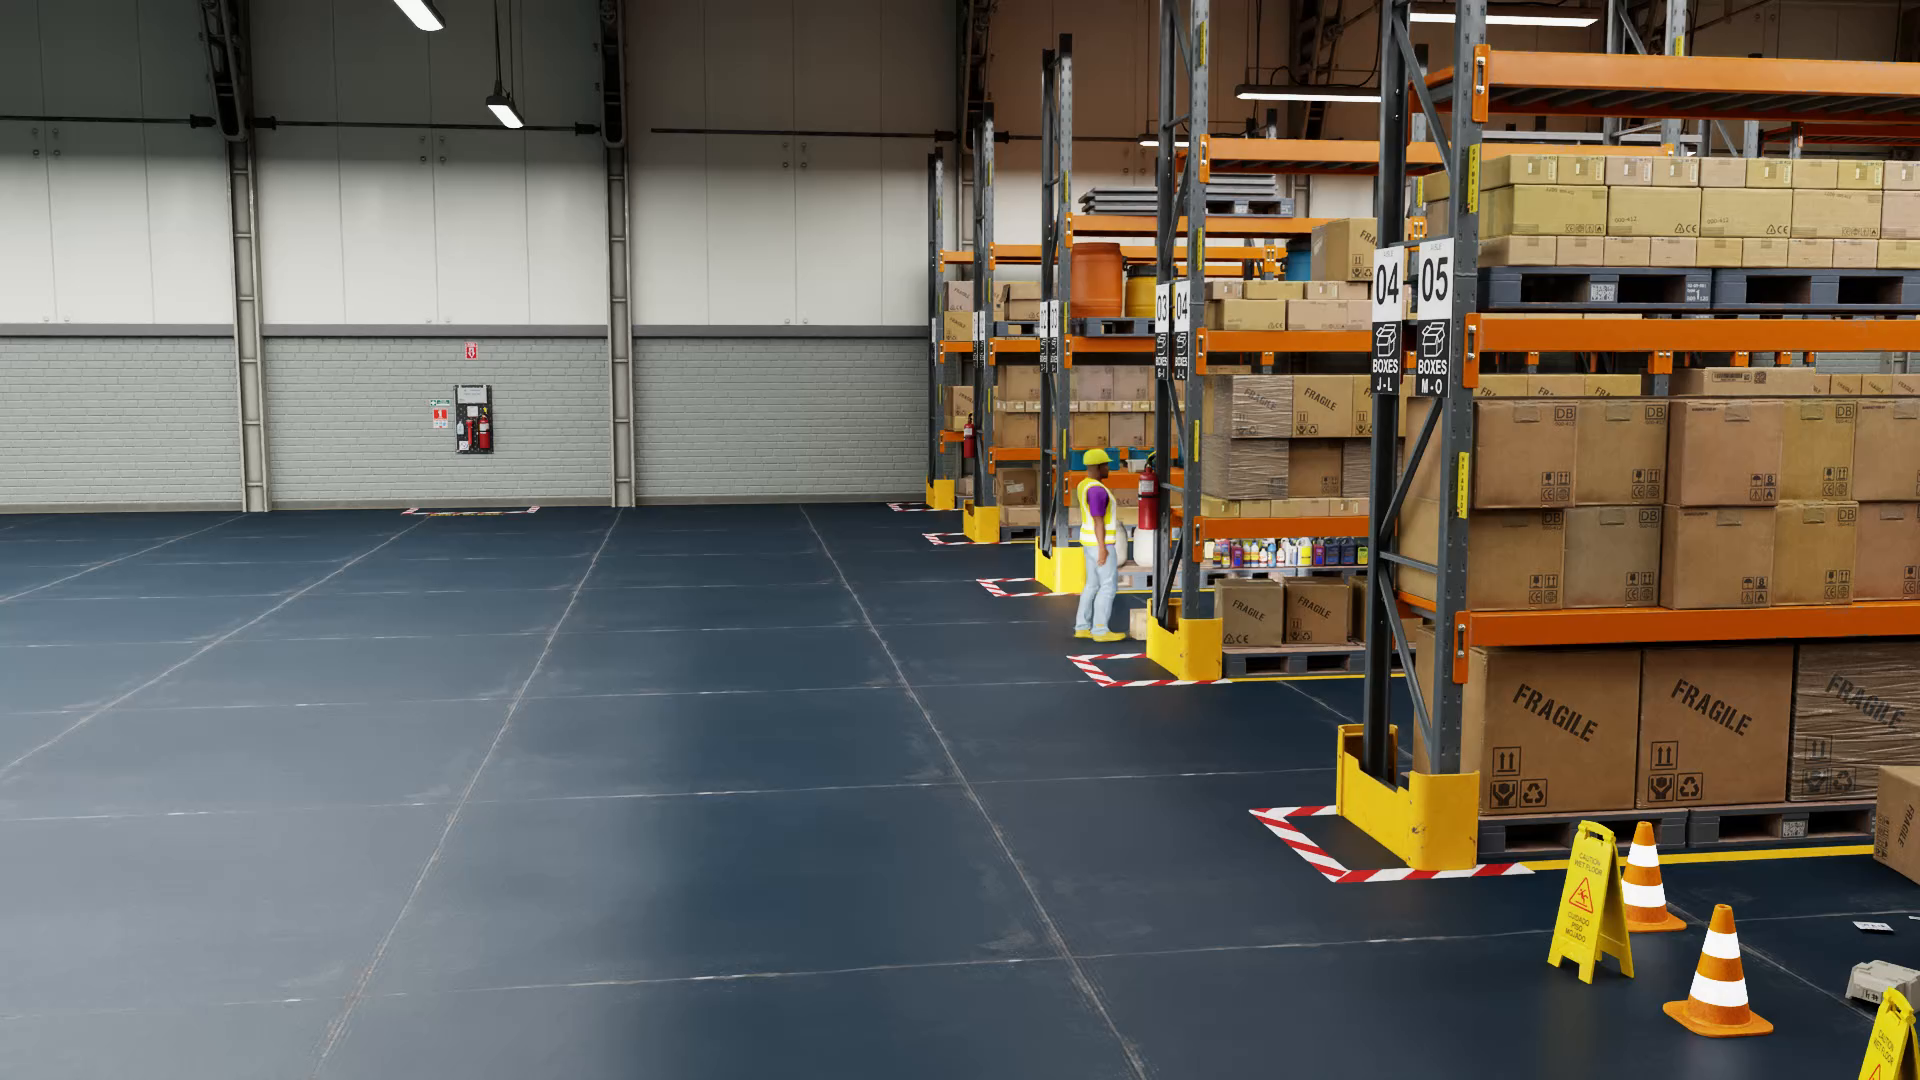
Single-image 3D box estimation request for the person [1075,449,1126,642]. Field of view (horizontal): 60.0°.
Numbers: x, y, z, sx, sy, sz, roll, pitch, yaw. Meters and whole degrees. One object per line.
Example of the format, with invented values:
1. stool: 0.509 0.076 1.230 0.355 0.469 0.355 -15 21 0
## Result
1. person: 1.290 0.048 15.292 0.437 1.770 0.564 -1 6 -7
